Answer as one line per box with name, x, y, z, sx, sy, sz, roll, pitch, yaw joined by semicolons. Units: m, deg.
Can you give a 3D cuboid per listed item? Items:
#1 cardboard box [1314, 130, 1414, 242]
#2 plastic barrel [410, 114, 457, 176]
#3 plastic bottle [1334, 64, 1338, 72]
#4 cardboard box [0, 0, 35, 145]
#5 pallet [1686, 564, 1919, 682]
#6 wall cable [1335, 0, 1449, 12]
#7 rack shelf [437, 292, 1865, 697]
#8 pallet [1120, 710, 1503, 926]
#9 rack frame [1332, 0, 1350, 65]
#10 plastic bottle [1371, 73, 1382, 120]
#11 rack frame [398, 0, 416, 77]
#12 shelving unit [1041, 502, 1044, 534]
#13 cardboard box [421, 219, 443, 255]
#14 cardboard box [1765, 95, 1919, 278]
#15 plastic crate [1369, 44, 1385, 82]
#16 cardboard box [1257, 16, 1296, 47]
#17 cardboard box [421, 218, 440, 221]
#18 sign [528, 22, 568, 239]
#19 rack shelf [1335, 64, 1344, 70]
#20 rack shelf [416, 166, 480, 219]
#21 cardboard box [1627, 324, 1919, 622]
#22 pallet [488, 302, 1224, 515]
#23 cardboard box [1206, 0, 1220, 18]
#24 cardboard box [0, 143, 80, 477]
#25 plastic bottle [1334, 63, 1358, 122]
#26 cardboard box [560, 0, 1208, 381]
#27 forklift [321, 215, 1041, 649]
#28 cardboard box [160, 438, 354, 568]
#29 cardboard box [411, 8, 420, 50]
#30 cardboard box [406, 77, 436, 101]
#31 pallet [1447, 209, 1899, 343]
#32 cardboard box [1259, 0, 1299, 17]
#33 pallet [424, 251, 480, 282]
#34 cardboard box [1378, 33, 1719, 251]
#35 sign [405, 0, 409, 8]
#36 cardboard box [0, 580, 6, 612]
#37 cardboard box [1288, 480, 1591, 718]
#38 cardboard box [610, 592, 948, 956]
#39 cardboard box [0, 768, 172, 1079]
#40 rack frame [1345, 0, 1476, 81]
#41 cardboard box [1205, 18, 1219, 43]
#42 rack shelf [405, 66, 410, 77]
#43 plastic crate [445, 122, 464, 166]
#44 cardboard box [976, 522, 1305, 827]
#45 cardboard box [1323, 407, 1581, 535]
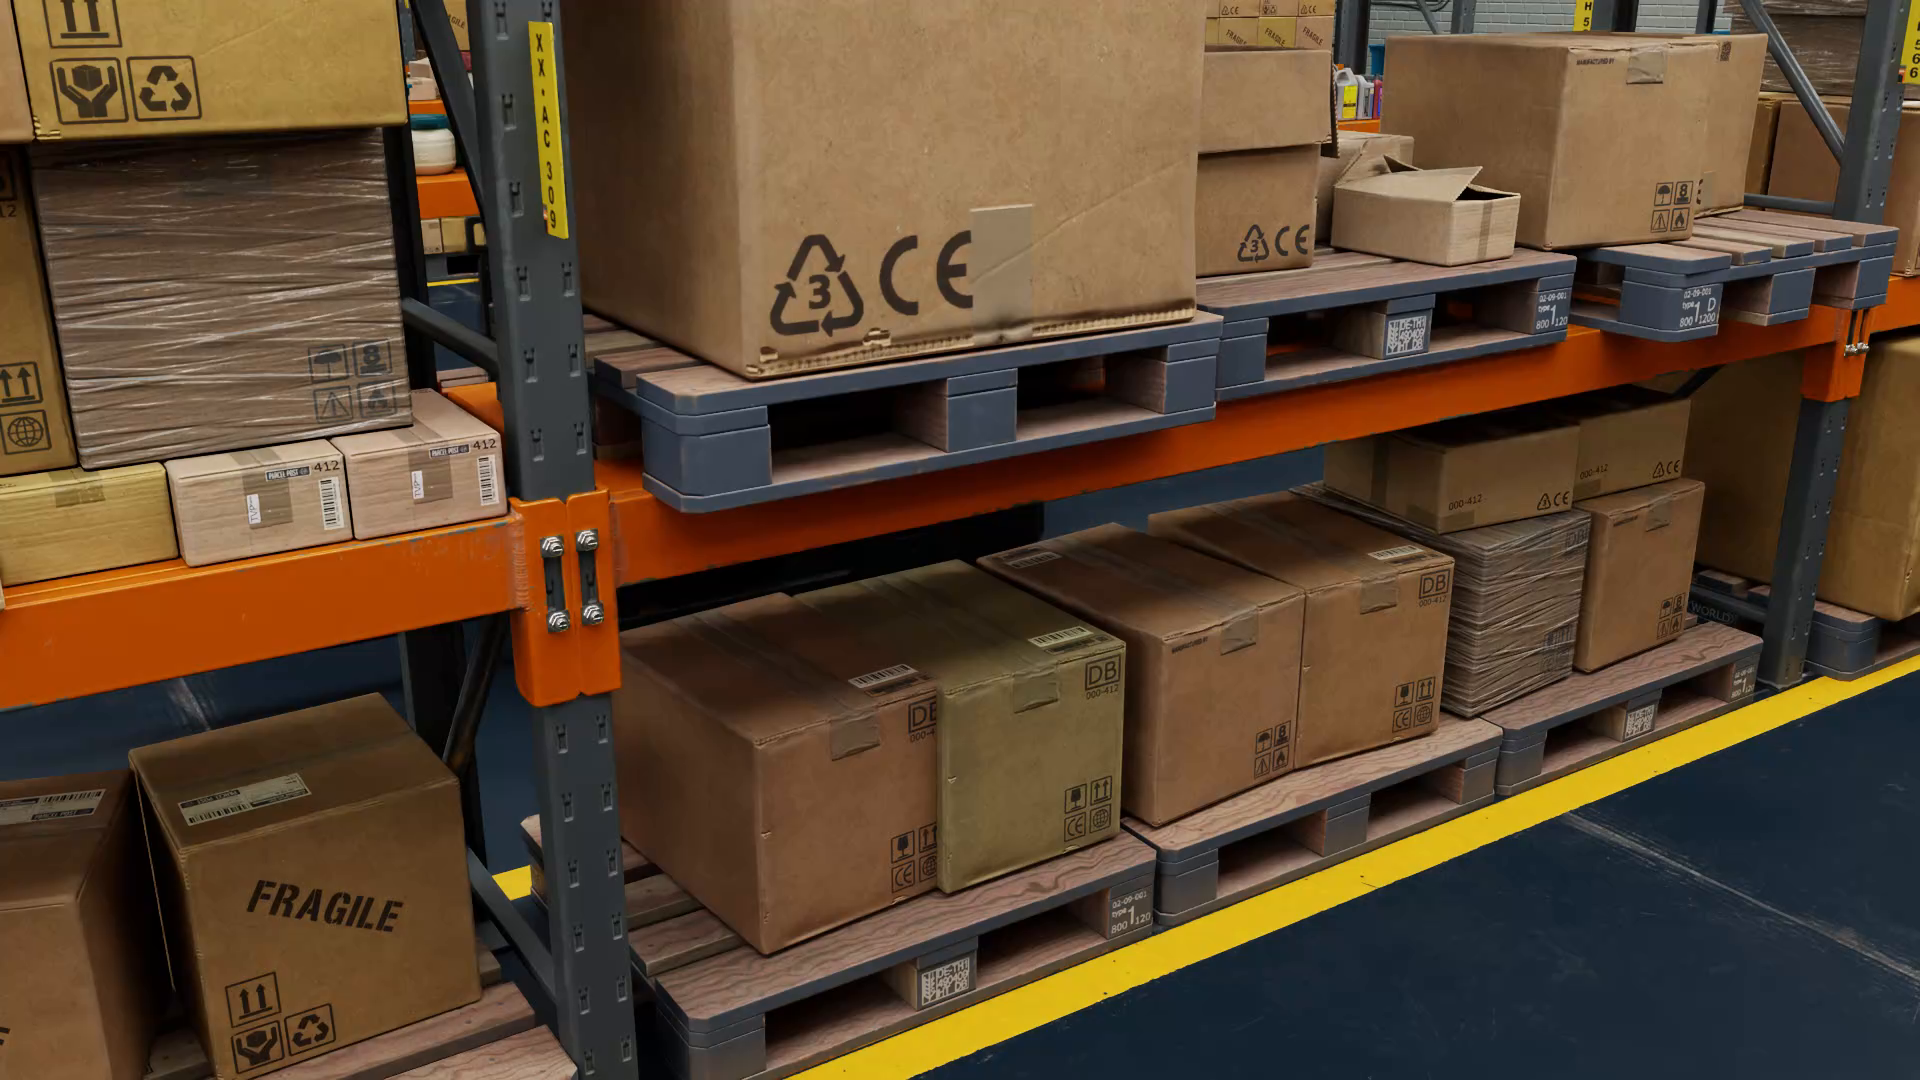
cardboard box;0.864;-0.973;4.517;0.500;0.250;0.500;-13;22;-33
plastic barrel;-2.485;-1.825;7.677;0.301;0.262;0.301;0;19;0
plastic bottle;2.501;-3.102;11.314;0.185;0.351;0.144;-12;22;-31
cardboard box;-1.592;-0.795;2.230;0.500;0.500;0.500;-12;22;-31
pallet;3.090;0.124;6.049;1.213;0.211;1.003;-12;22;-31
wall cable;5.819;-8.734;23.377;0.112;2.526;3.097;-12;22;-31
rack shelf;0.720;-0.385;4.325;4.000;0.370;1.077;-12;22;-31
pallet;0.719;0.593;4.660;1.213;0.211;1.003;-12;22;-31
rack frame;3.627;-5.138;17.259;0.127;3.000;1.000;-12;22;-31
plastic bottle;2.688;-2.844;10.655;0.133;0.283;0.061;-12;22;-31
rack frame;-5.782;-5.053;17.009;0.127;3.000;1.000;-12;22;-31
shelving unit;0.191;-0.465;6.714;0.210;0.900;0.258;-11;22;-30
cardboard box;-4.210;-2.288;12.466;0.500;0.250;0.500;-11;22;-30
cardboard box;2.946;-1.139;5.274;0.500;0.500;0.500;-11;22;-30
plastic crate;3.209;-3.302;11.760;0.575;0.384;0.392;-12;22;-31
cardboard box;2.971;-4.941;16.522;0.500;0.500;0.500;-12;22;-31
cardboard box;-4.210;-2.551;12.370;0.500;0.311;0.500;-12;22;-32
sign;-0.646;-0.640;2.604;0.005;0.325;0.100;-12;22;-31
rack shelf;1.956;-4.445;16.333;4.000;0.370;1.077;-12;22;-31
rack shelf;-2.004;-1.710;8.243;4.000;0.370;1.077;-12;22;-31
cardboard box;2.978;-0.387;5.868;0.875;0.875;1.225;-13;23;-34
pallet;-0.232;-0.379;3.481;1.213;0.211;1.003;-12;22;-31
cardboard box;2.125;-5.235;15.828;0.500;0.500;0.500;-11;22;-30
cardboard box;-1.797;-0.421;2.686;0.500;0.500;0.875;-12;22;-31
plastic bottle;2.419;-2.835;10.524;0.185;0.351;0.144;-12;22;-31
cardboard box;-0.210;-0.960;3.307;1.000;1.000;1.000;-12;22;-31
forklift;-1.210;-1.164;5.611;3.031;2.935;1.130;-11;22;-30
cardboard box;-1.182;-0.097;2.740;0.250;0.149;0.380;-12;22;-31
cardboard box;-5.533;-5.405;17.396;0.500;0.500;0.500;-12;22;-31
cardboard box;-4.089;-3.370;12.422;0.250;0.149;0.380;-10;21;-27
pallet;1.854;-0.834;4.827;1.003;0.211;1.213;-12;22;-31
cardboard box;2.985;-5.418;16.370;0.500;0.500;0.500;-11;22;-30
pallet;-3.764;-2.273;13.140;1.213;0.211;1.003;-12;22;-31
cardboard box;1.550;-1.094;4.485;0.500;0.500;0.700;-8;20;-23
sign;-5.476;-5.421;16.411;0.005;0.325;0.100;-12;22;-31
cardboard box;-1.572;0.005;2.439;0.250;0.149;0.380;-12;22;-31
cardboard box;1.386;0.122;4.917;0.500;0.500;0.700;-14;23;-36
cardboard box;-0.426;0.499;3.800;0.500;0.500;0.700;-14;23;-36
cardboard box;-1.781;0.774;3.019;0.500;0.500;0.500;-5;19;-14
rack frame;3.007;-3.108;11.254;0.127;3.000;1.000;-12;22;-31
cardboard box;2.130;-4.766;16.004;0.500;0.500;0.500;-12;22;-32
rack shelf;-7.453;-4.360;16.082;4.000;0.370;1.077;-12;22;-31
plastic crate;-2.375;-1.981;8.251;0.662;0.188;0.450;-12;22;-31
cardboard box;0.450;0.322;4.326;0.500;0.500;0.700;-14;23;-36
cardboard box;1.410;-0.236;4.804;0.500;0.250;0.500;-9;21;-25
